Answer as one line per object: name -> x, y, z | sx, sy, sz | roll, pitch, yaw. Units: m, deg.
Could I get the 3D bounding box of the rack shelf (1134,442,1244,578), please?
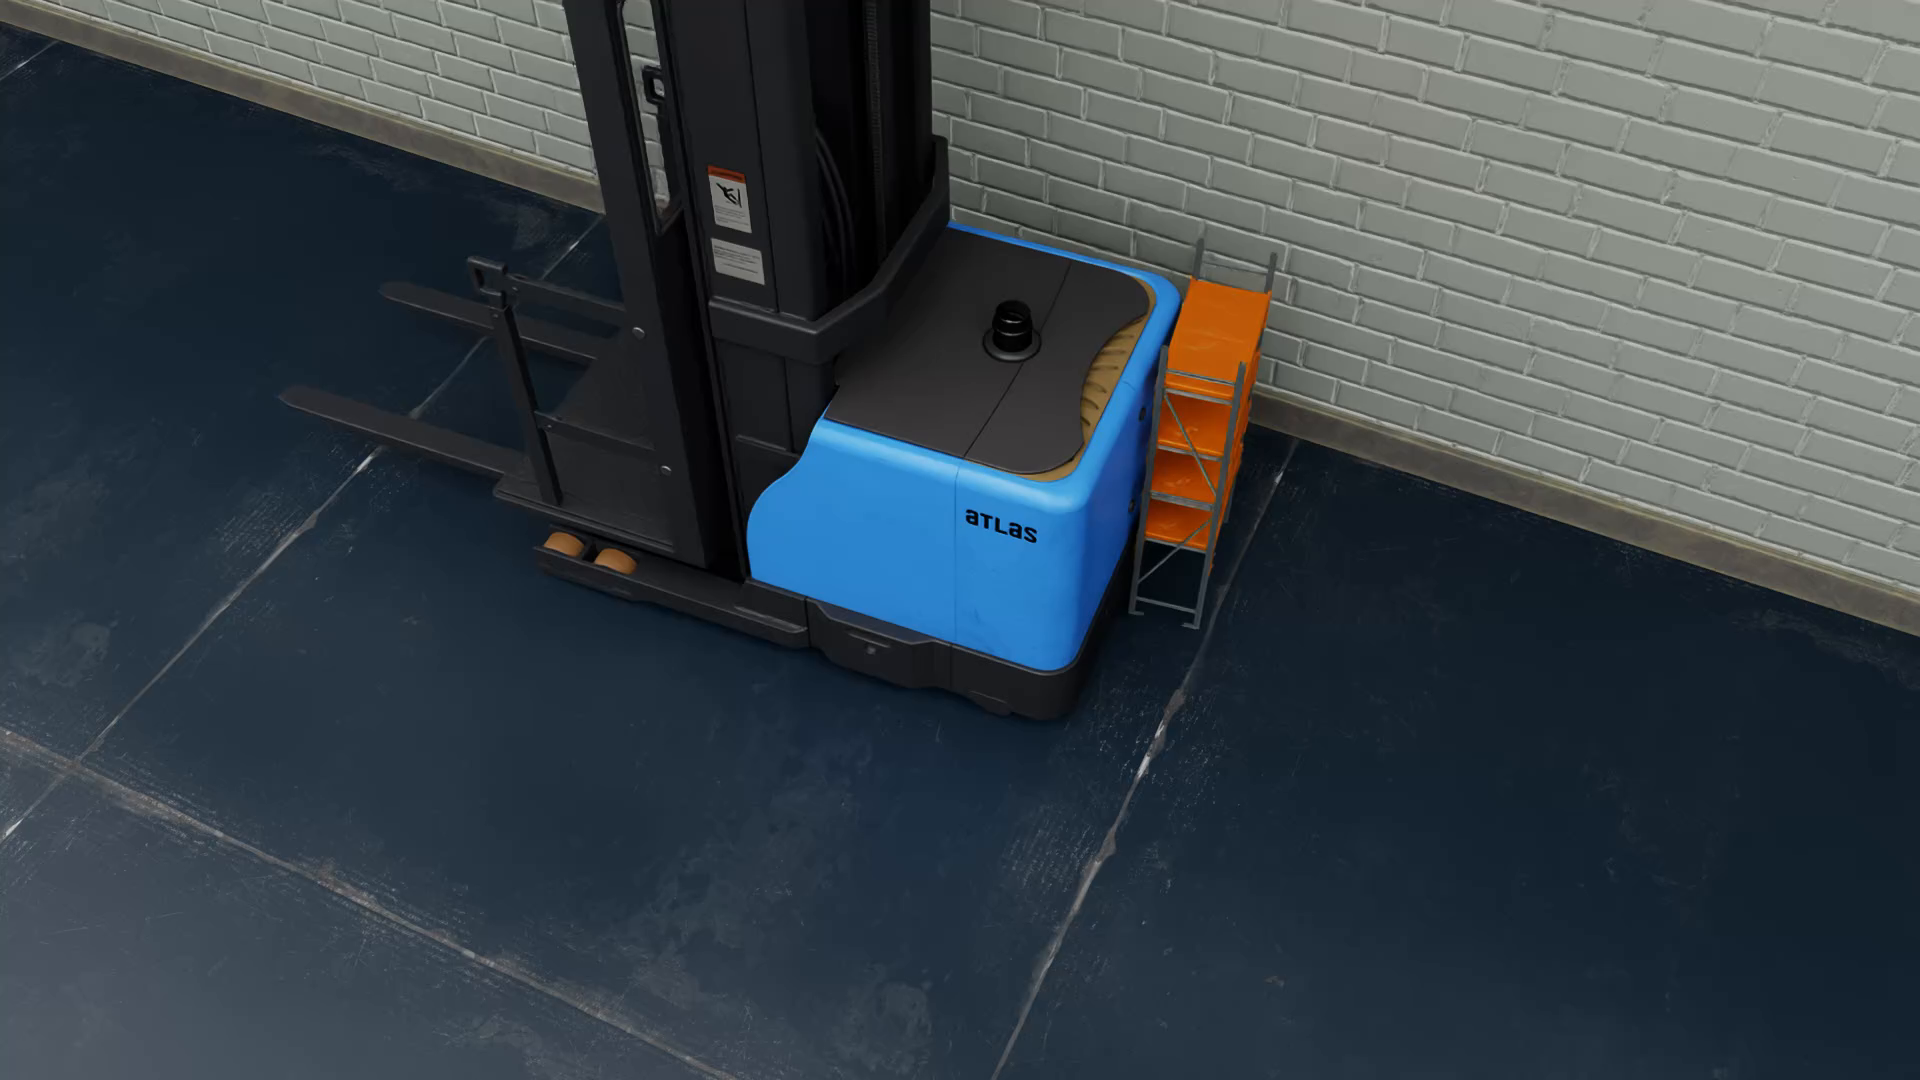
rack shelf -> 0.748, -0.128, 5.420 | 0.258, 0.148, 0.480 | 13, 51, 11

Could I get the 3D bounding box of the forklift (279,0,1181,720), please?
forklift -> -0.887, -1.118, 4.777 | 3.031, 2.935, 1.130 | 17, 52, 14

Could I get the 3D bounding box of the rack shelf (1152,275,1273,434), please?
rack shelf -> 0.748, -0.555, 4.918 | 0.258, 0.148, 0.480 | 13, 51, 11

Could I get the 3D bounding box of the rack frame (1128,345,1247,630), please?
rack frame -> 0.676, -0.123, 5.067 | 0.240, 1.200, 0.015 | 13, 51, 11

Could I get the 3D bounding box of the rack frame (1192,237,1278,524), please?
rack frame -> 0.820, -0.478, 5.369 | 0.240, 1.200, 0.015 | 13, 51, 11

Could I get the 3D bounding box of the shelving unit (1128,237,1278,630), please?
shelving unit -> 0.748, -0.300, 5.218 | 0.258, 1.200, 0.503 | 13, 51, 11

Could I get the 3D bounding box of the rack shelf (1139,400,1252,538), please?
rack shelf -> 0.748, -0.257, 5.269 | 0.258, 0.148, 0.480 | 13, 51, 11

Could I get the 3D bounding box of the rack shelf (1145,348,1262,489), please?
rack shelf -> 0.748, -0.402, 5.099 | 0.258, 0.148, 0.480 | 13, 51, 11
